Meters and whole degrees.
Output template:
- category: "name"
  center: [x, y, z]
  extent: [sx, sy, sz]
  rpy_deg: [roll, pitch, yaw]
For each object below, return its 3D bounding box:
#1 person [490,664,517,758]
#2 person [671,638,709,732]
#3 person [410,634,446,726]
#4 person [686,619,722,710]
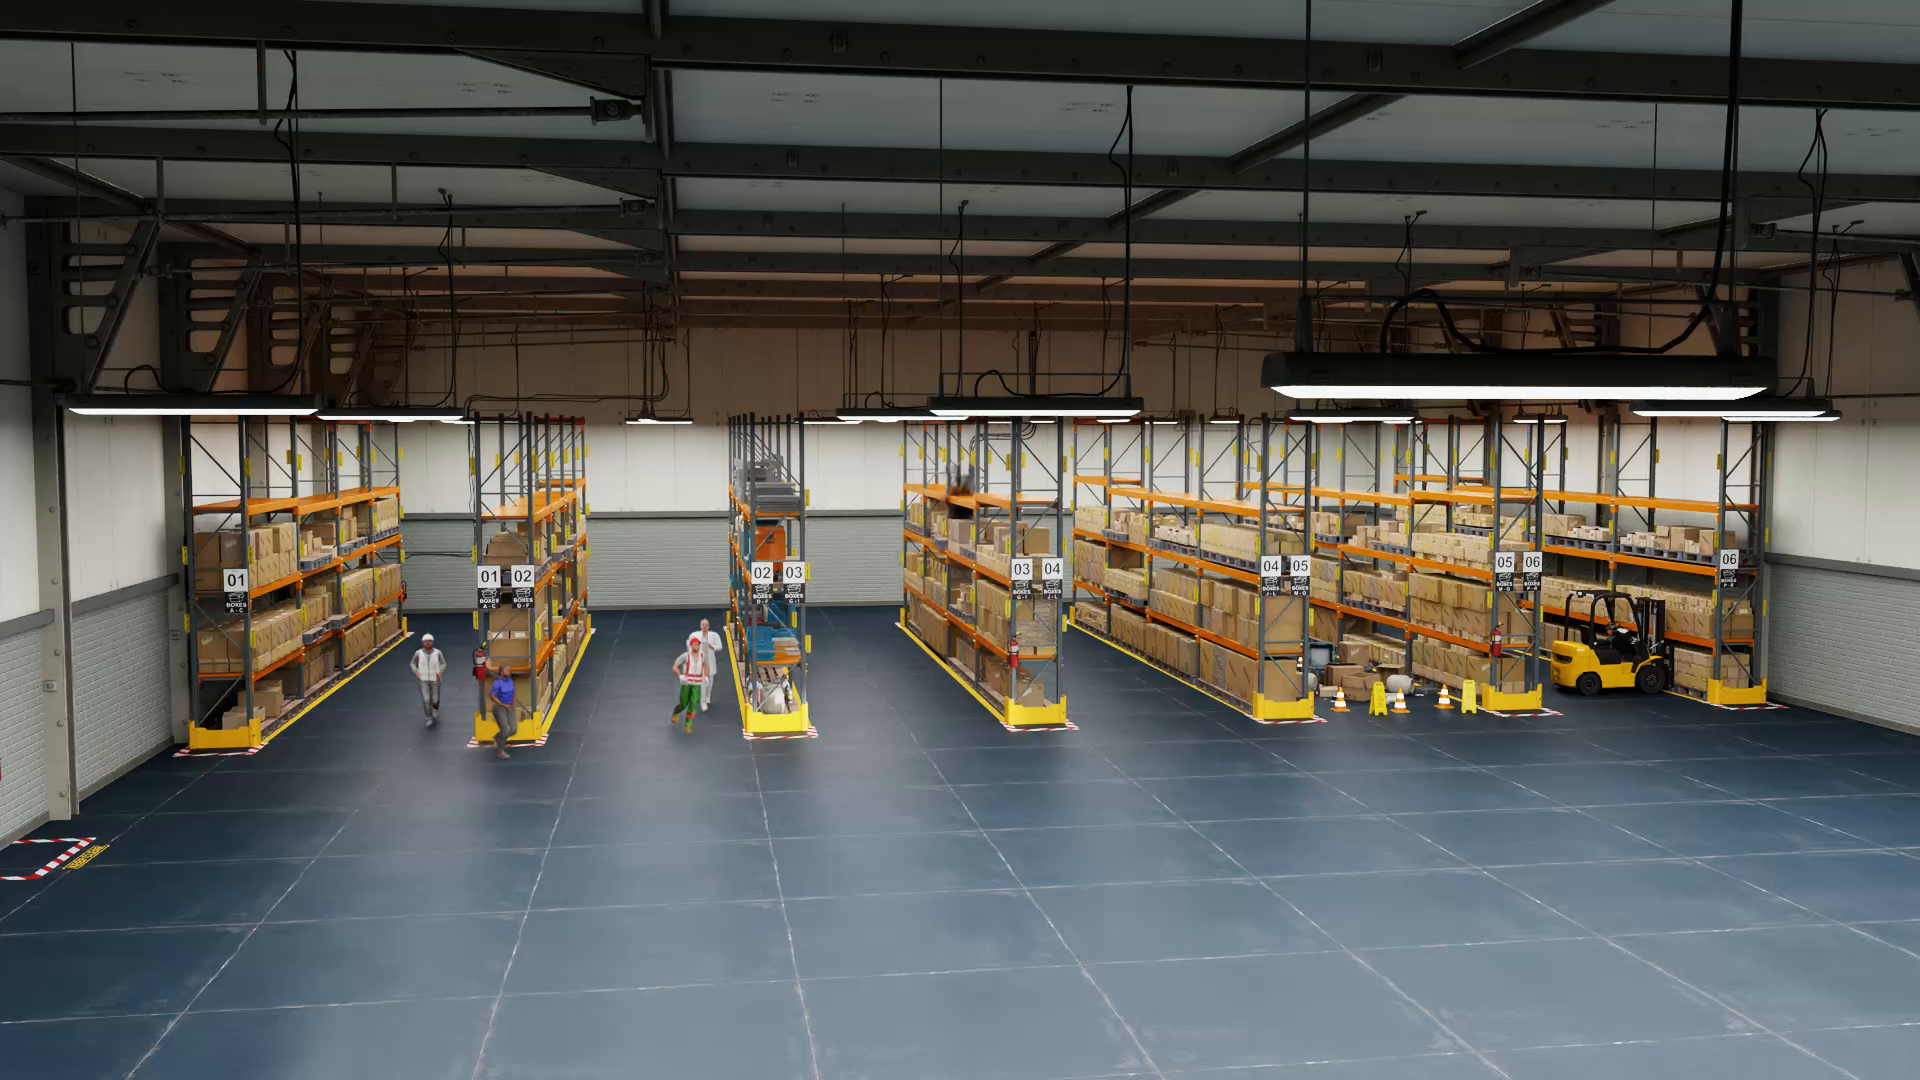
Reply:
- category: "person"
  center: [-7.928, 2.965, 28.930]
  extent: [0.588, 1.618, 0.615]
  rpy_deg: [2, 4, 28]
- category: "person"
  center: [-5.051, 2.716, 31.420]
  extent: [0.718, 1.734, 0.865]
  rpy_deg: [-2, 4, -27]
- category: "person"
  center: [-10.244, 2.678, 32.035]
  extent: [0.670, 1.746, 0.617]
  rpy_deg: [-1, 4, -18]
- category: "person"
  center: [-5.186, 2.504, 33.827]
  extent: [0.695, 1.781, 1.045]
  rpy_deg: [-1, 4, -16]
